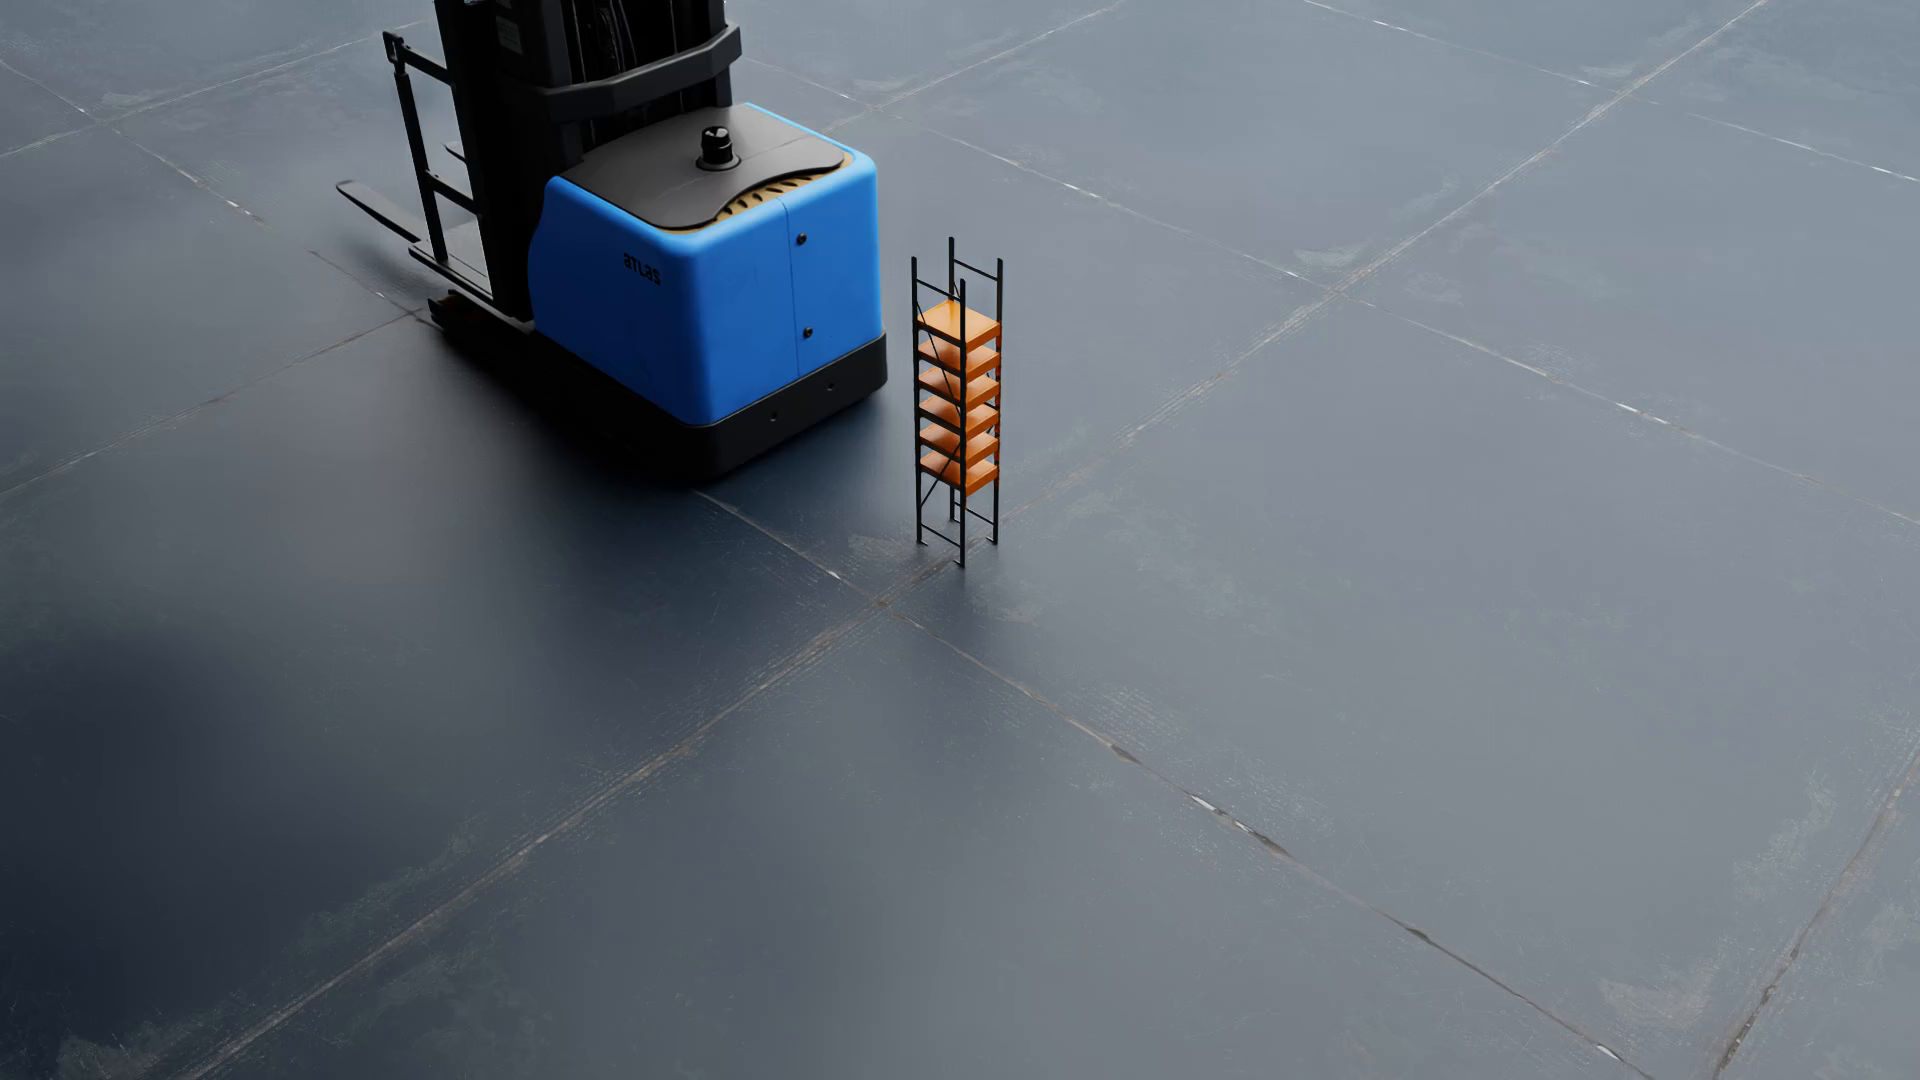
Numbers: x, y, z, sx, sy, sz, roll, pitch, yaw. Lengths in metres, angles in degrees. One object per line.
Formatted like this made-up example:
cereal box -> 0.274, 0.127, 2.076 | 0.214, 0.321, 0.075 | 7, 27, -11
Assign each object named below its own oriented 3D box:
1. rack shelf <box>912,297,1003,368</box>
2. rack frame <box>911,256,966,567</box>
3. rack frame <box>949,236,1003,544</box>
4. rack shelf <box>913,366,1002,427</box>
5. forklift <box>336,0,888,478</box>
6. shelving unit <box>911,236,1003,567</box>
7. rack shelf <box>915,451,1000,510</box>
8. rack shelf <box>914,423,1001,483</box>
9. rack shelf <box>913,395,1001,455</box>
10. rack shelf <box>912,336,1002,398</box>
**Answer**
rack shelf -> -0.010, -0.710, 5.672 | 0.258, 0.103, 0.180 | 30, 47, 32
rack frame -> -0.071, -0.421, 5.815 | 0.240, 1.200, 0.006 | 30, 47, 32
rack frame -> 0.052, -0.505, 5.921 | 0.240, 1.200, 0.006 | 30, 47, 32
rack shelf -> -0.010, -0.522, 5.821 | 0.258, 0.103, 0.180 | 30, 47, 32
forklift -> -1.712, -2.192, 6.651 | 3.031, 2.935, 1.130 | 31, 48, 33
shelving unit -> -0.010, -0.463, 5.868 | 0.258, 1.200, 0.189 | 30, 47, 32
rack shelf -> -0.010, -0.240, 6.045 | 0.258, 0.103, 0.180 | 30, 47, 32
rack shelf -> -0.010, -0.334, 5.971 | 0.258, 0.103, 0.180 | 30, 47, 32
rack shelf -> -0.010, -0.428, 5.896 | 0.258, 0.103, 0.180 | 30, 47, 32
rack shelf -> -0.010, -0.616, 5.746 | 0.258, 0.103, 0.180 | 30, 47, 32
